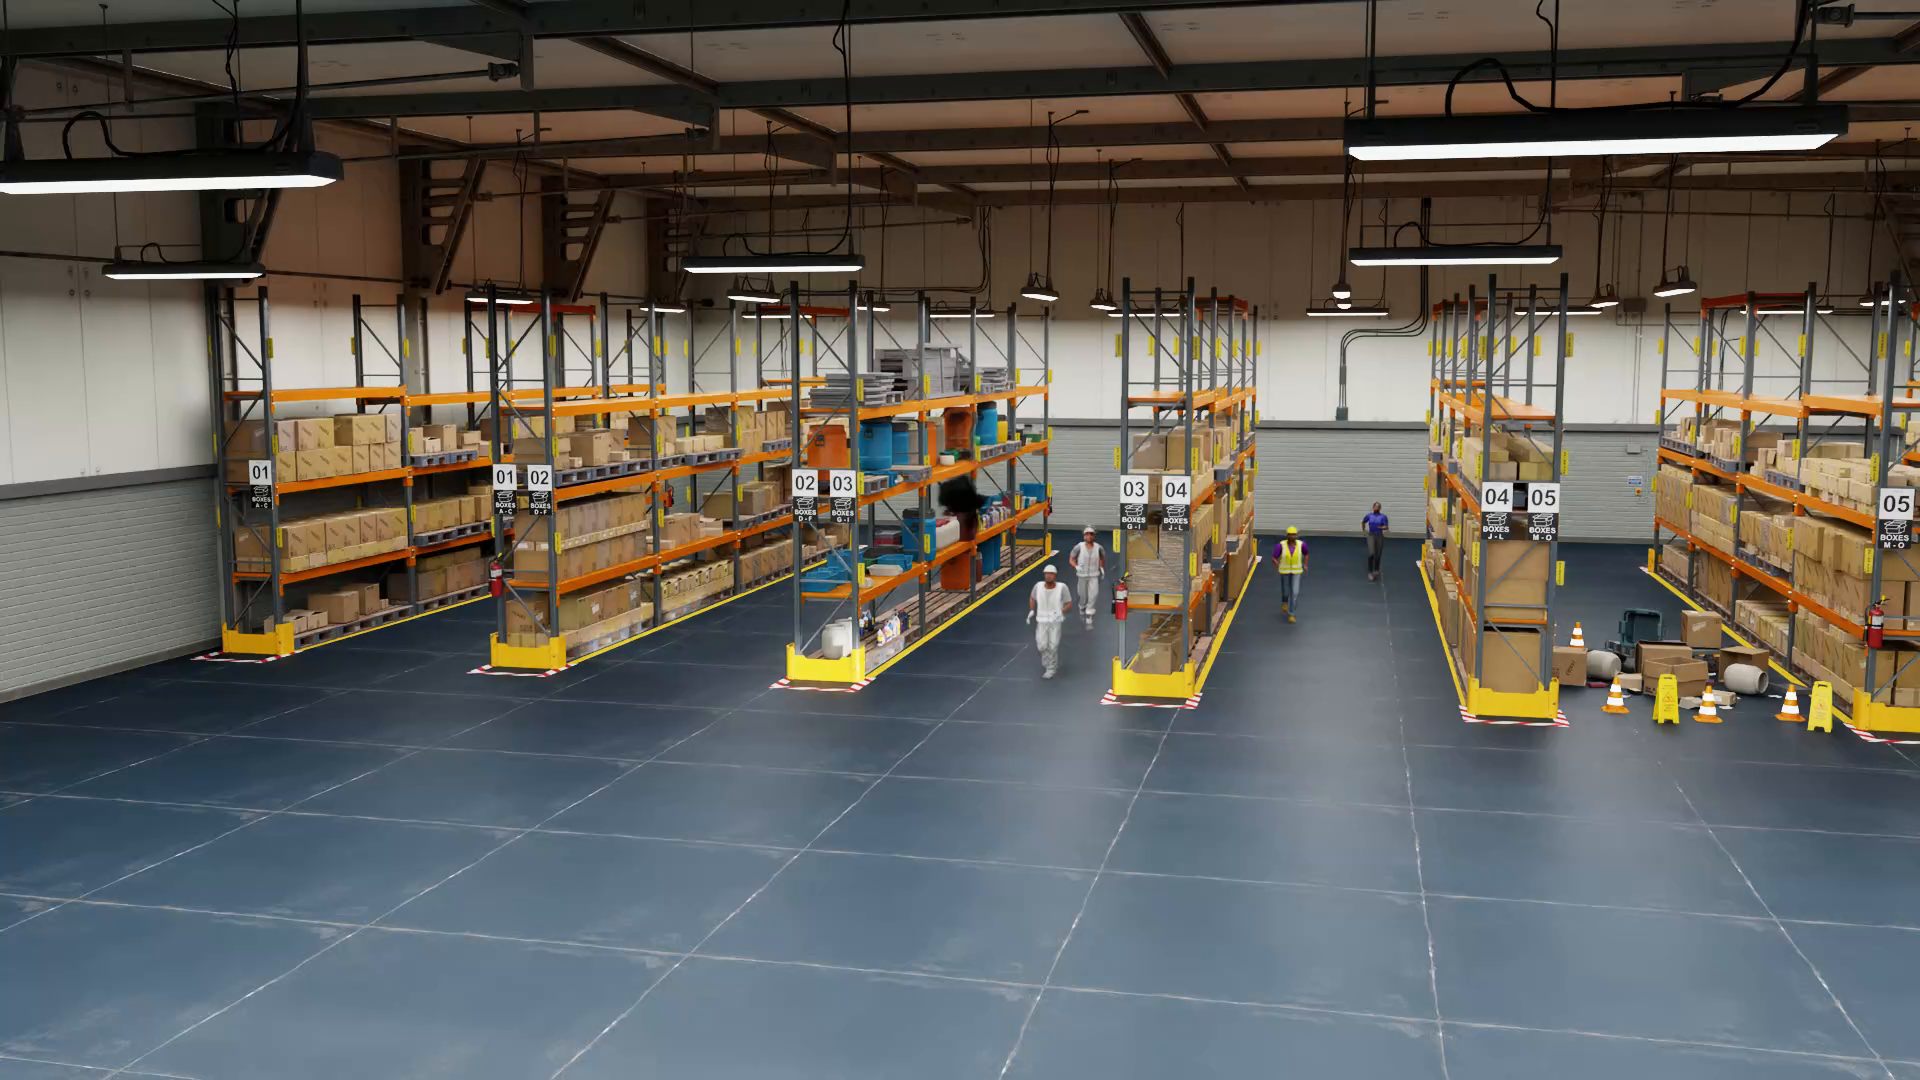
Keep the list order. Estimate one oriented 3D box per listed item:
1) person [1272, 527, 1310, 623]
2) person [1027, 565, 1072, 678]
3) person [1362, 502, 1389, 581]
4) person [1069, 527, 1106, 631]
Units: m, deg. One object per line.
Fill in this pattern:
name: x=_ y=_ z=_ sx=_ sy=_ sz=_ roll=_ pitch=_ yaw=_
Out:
person: x=6.114 y=0.608 z=30.746 sx=0.688 sy=1.746 sz=0.904 roll=1 pitch=7 yaw=8
person: x=1.365 y=1.242 z=25.371 sx=0.693 sy=1.736 sz=0.621 roll=2 pitch=7 yaw=13
person: x=9.049 y=0.024 z=36.244 sx=0.545 sy=1.721 sz=0.752 roll=1 pitch=7 yaw=8
person: x=2.240 y=0.661 z=29.195 sx=0.657 sy=1.779 sz=0.899 roll=0 pitch=7 yaw=0
